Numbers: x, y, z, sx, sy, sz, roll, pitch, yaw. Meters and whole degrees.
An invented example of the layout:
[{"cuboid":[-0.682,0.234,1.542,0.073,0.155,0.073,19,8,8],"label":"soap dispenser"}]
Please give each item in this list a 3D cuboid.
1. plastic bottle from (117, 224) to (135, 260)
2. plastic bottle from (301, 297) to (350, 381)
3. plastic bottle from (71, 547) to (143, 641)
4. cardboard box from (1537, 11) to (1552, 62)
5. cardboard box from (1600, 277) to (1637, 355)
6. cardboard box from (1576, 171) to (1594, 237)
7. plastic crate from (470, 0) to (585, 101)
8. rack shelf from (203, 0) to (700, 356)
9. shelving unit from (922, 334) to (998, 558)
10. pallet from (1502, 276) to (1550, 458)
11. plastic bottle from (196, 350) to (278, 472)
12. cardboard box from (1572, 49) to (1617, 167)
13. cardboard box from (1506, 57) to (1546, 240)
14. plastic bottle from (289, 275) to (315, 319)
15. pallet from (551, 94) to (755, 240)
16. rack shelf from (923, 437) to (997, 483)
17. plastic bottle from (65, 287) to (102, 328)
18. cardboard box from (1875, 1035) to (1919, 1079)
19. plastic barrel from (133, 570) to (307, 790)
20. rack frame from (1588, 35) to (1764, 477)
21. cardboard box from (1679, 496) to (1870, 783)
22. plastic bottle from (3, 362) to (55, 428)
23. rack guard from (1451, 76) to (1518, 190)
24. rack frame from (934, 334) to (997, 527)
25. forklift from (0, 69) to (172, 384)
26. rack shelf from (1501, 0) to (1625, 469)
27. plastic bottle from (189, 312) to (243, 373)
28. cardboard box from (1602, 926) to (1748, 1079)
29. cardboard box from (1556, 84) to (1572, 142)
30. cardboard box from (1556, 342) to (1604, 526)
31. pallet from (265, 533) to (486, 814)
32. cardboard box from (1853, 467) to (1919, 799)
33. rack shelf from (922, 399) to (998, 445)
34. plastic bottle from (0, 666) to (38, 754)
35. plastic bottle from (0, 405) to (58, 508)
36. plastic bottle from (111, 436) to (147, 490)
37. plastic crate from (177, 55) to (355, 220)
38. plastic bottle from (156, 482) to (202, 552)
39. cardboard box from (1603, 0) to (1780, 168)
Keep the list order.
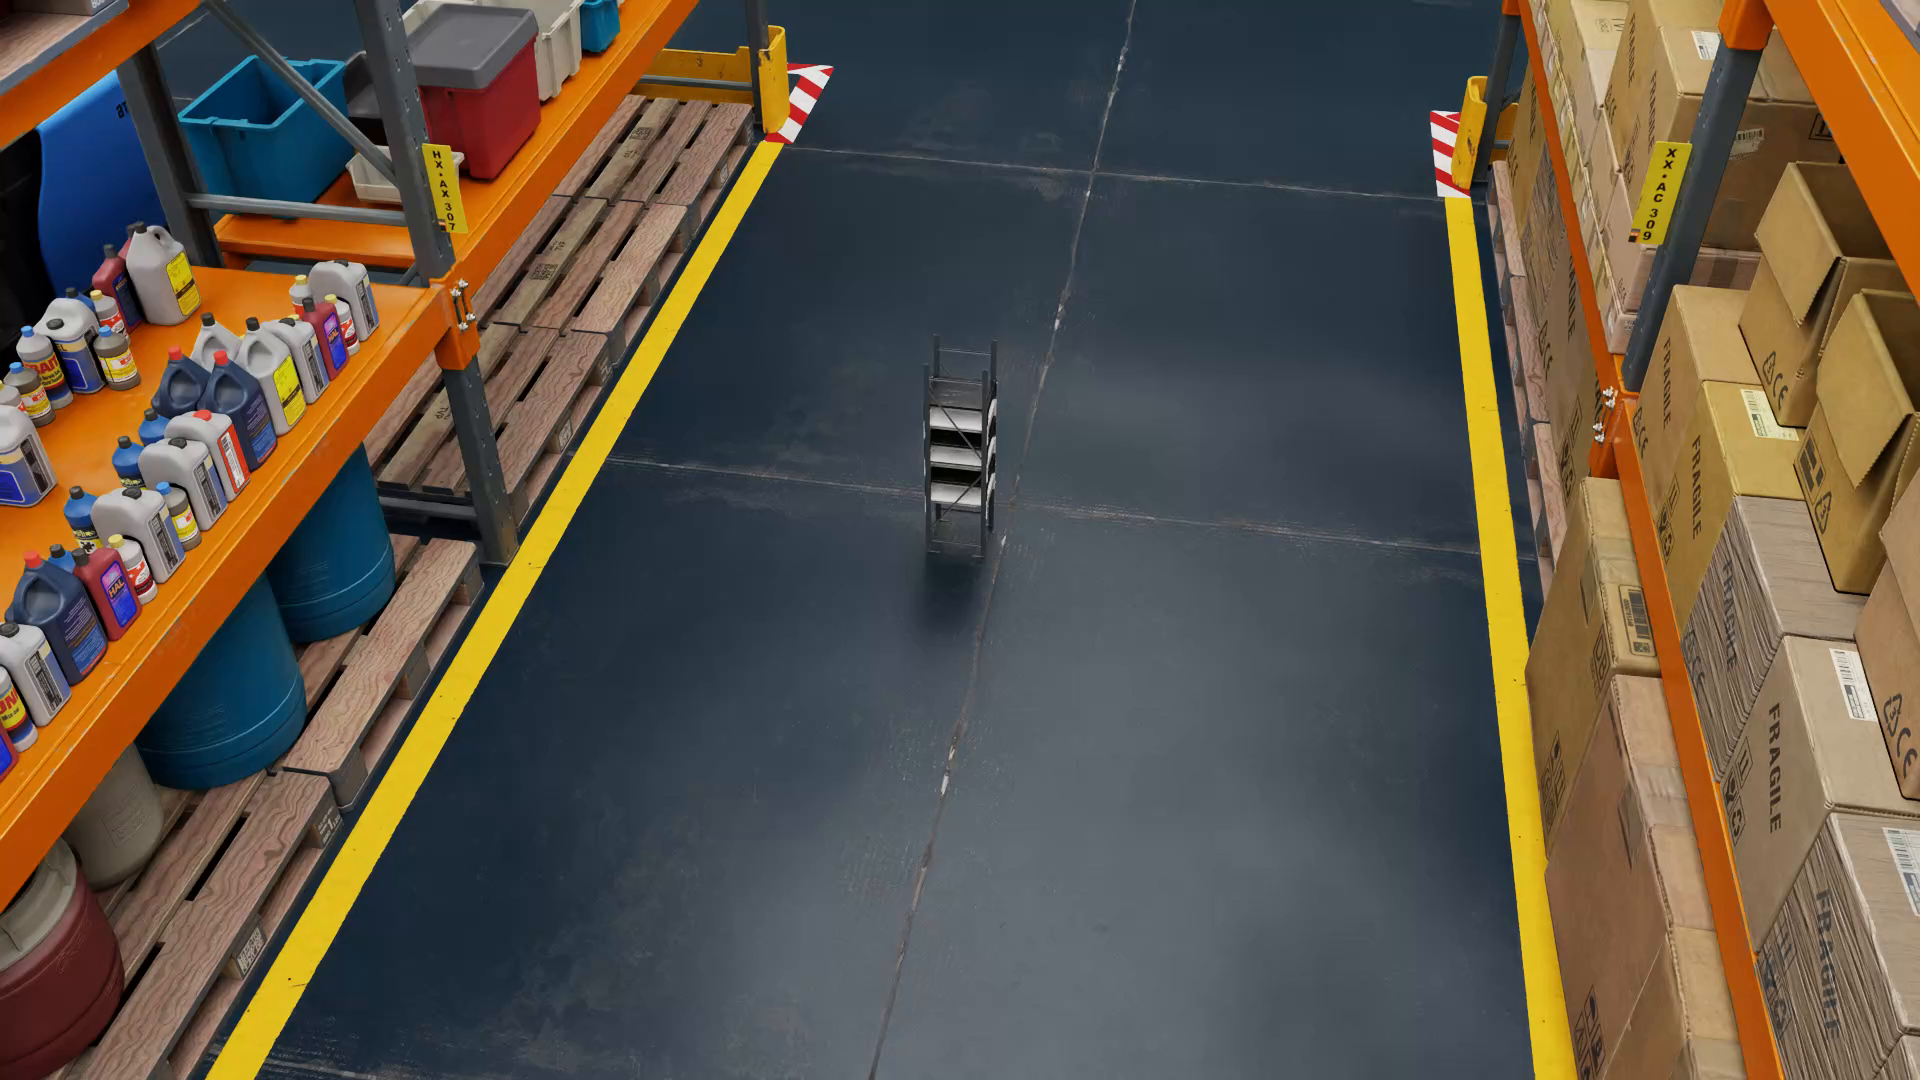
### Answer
[{"cuboid":[-2.761,-0.909,5.588,0.061,0.283,0.133,6,40,8],"label":"plastic bottle"},{"cuboid":[-2.023,-0.659,5.285,0.061,0.283,0.133,6,40,8],"label":"plastic bottle"},{"cuboid":[-2.236,0.116,4.347,0.061,0.283,0.133,6,40,8],"label":"plastic bottle"},{"cuboid":[2.730,-2.173,7.222,0.380,0.149,0.250,6,40,7],"label":"cardboard box"},{"cuboid":[2.331,-0.722,5.466,0.380,0.149,0.250,7,40,8],"label":"cardboard box"},{"cuboid":[2.464,-1.206,6.052,0.380,0.149,0.250,7,40,9],"label":"cardboard box"},{"cuboid":[-1.832,-2.053,6.925,0.437,0.282,0.530,6,40,8],"label":"plastic crate"},{"cuboid":[-1.932,-2.115,7.519,1.077,0.370,4.000,6,40,8],"label":"rack shelf"},{"cuboid":[0.001,-0.352,6.469,0.258,0.900,0.210,6,40,8],"label":"shelving unit"},{"cuboid":[3.018,-0.753,7.495,1.003,0.211,1.213,6,40,8],"label":"pallet"},{"cuboid":[-2.146,-0.390,4.906,0.144,0.351,0.185,6,40,8],"label":"plastic bottle"},{"cuboid":[2.594,-1.600,6.215,0.500,0.250,0.500,7,40,9],"label":"cardboard box"},{"cuboid":[3.261,-2.034,8.194,0.875,0.875,0.875,6,40,8],"label":"cardboard box"},{"cuboid":[-2.154,-0.780,5.495,0.097,0.201,0.097,0,40,0],"label":"plastic bottle"},{"cuboid":[-1.766,-2.060,9.076,1.003,0.211,1.213,6,40,8],"label":"pallet"},{"cuboid":[0.001,-0.326,6.491,0.258,0.077,0.200,6,40,8],"label":"rack shelf"},{"cuboid":[-2.803,-0.686,5.326,0.097,0.271,0.097,0,40,0],"label":"plastic bottle"},{"cuboid":[1.842,1.231,2.828,0.500,0.500,0.500,6,40,7],"label":"cardboard box"},{"cuboid":[-2.511,0.293,5.358,0.600,0.901,0.708,6,40,8],"label":"plastic barrel"},{"cuboid":[2.601,-0.591,5.111,1.000,3.000,0.127,6,40,8],"label":"rack frame"},{"cuboid":[2.102,0.261,4.002,0.500,0.500,0.500,6,40,7],"label":"cardboard box"},{"cuboid":[-2.860,-0.452,5.099,0.097,0.201,0.097,0,40,0],"label":"plastic bottle"},{"cuboid":[3.297,-2.153,8.962,1.175,0.500,0.348,6,40,8],"label":"rack guard"},{"cuboid":[0.019,-0.416,6.547,0.240,0.900,0.006,6,40,8],"label":"rack frame"},{"cuboid":[-4.670,-1.742,6.557,1.130,2.935,3.031,9,40,10],"label":"forklift"},{"cuboid":[2.947,-1.569,6.859,1.077,0.370,4.000,6,40,8],"label":"rack shelf"},{"cuboid":[-2.256,-0.521,5.065,0.144,0.351,0.185,6,40,8],"label":"plastic bottle"},{"cuboid":[2.210,1.587,3.815,1.225,0.875,0.875,7,40,8],"label":"cardboard box"},{"cuboid":[2.598,-1.688,6.635,0.380,0.149,0.250,7,40,8],"label":"cardboard box"},{"cuboid":[2.794,-0.340,6.145,0.875,0.875,0.875,6,40,8],"label":"cardboard box"},{"cuboid":[-2.452,0.417,6.080,1.003,0.211,1.213,6,40,8],"label":"pallet"},{"cuboid":[2.276,0.206,3.281,0.797,0.503,0.637,8,40,9],"label":"cardboard box"},{"cuboid":[0.001,-0.465,6.376,0.258,0.077,0.200,6,40,8],"label":"rack shelf"},{"cuboid":[-2.330,0.392,4.023,0.097,0.271,0.097,0,40,0],"label":"plastic bottle"},{"cuboid":[-2.743,-0.243,4.788,0.152,0.276,0.135,6,40,8],"label":"plastic bottle"},{"cuboid":[-2.327,-0.177,4.711,0.097,0.271,0.097,0,40,0],"label":"plastic bottle"},{"cuboid":[-2.533,-1.485,6.158,0.392,0.384,0.575,6,40,8],"label":"plastic crate"},{"cuboid":[-2.194,-0.072,4.639,0.097,0.201,0.097,0,40,0],"label":"plastic bottle"},{"cuboid":[2.508,-1.569,5.590,0.500,0.500,0.500,7,40,8],"label":"cardboard box"}]
